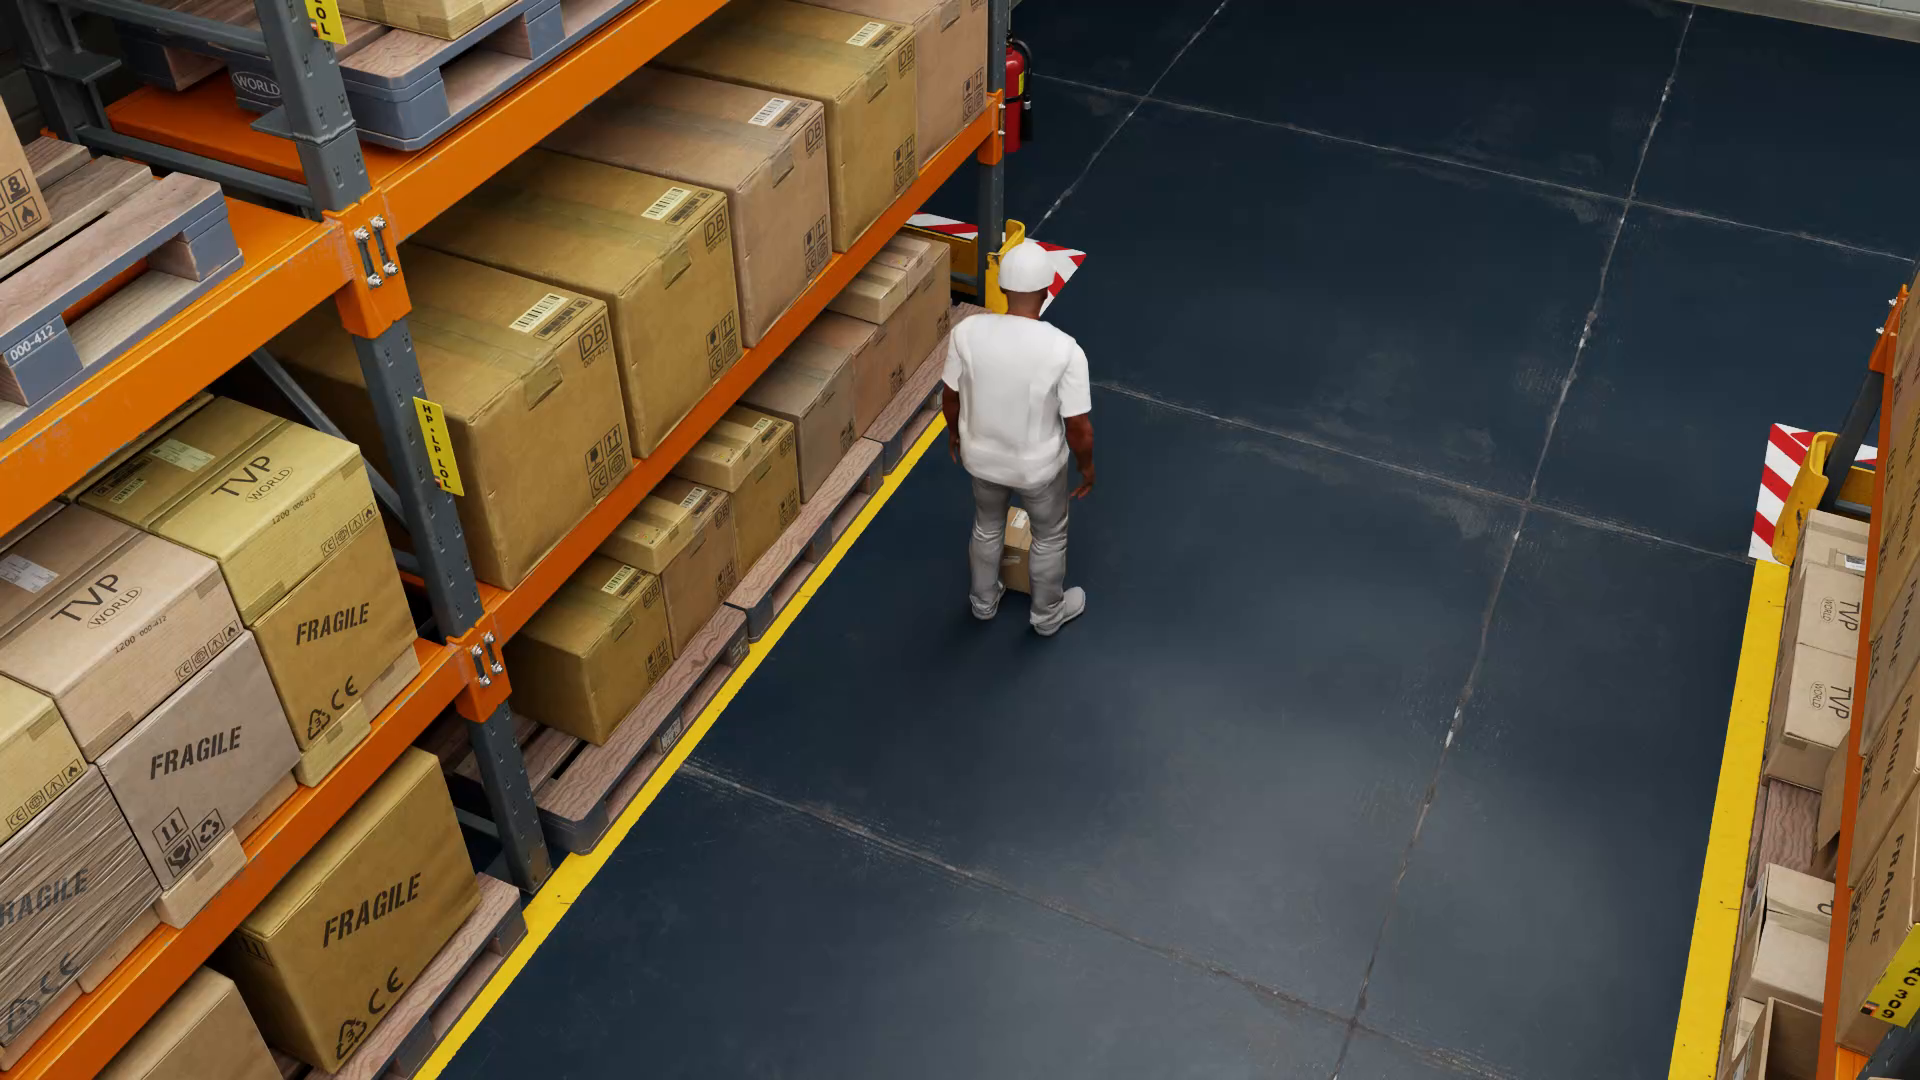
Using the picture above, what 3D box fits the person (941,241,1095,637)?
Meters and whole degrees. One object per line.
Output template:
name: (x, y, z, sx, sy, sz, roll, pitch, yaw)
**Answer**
person: (0.237, -0.361, 6.551, 0.625, 1.760, 0.460, 16, 44, 17)
